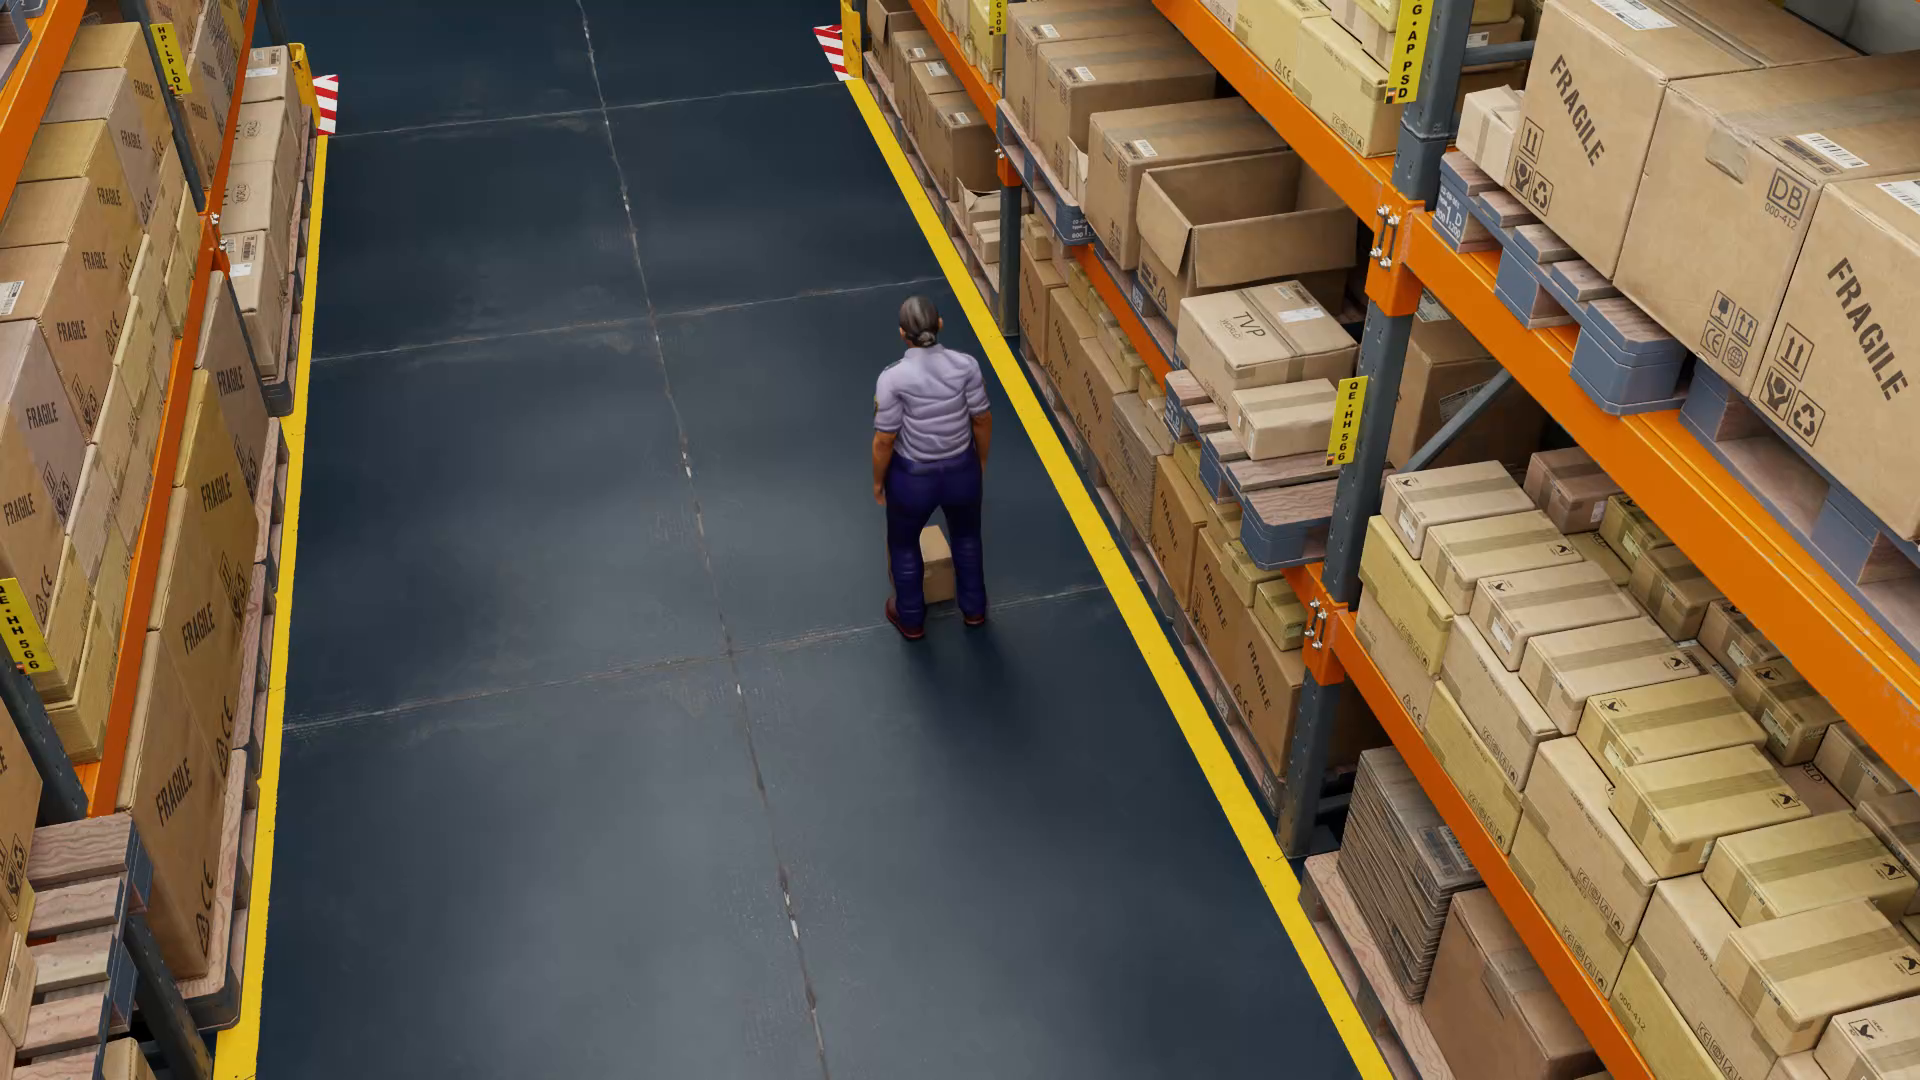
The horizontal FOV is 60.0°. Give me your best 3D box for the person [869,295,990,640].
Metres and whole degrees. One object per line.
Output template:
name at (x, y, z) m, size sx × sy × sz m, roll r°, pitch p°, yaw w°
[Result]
person at (-0.117, -0.277, 7.081) m, size 0.564 × 1.637 × 0.365 m, roll -12°, pitch 40°, yaw -14°
